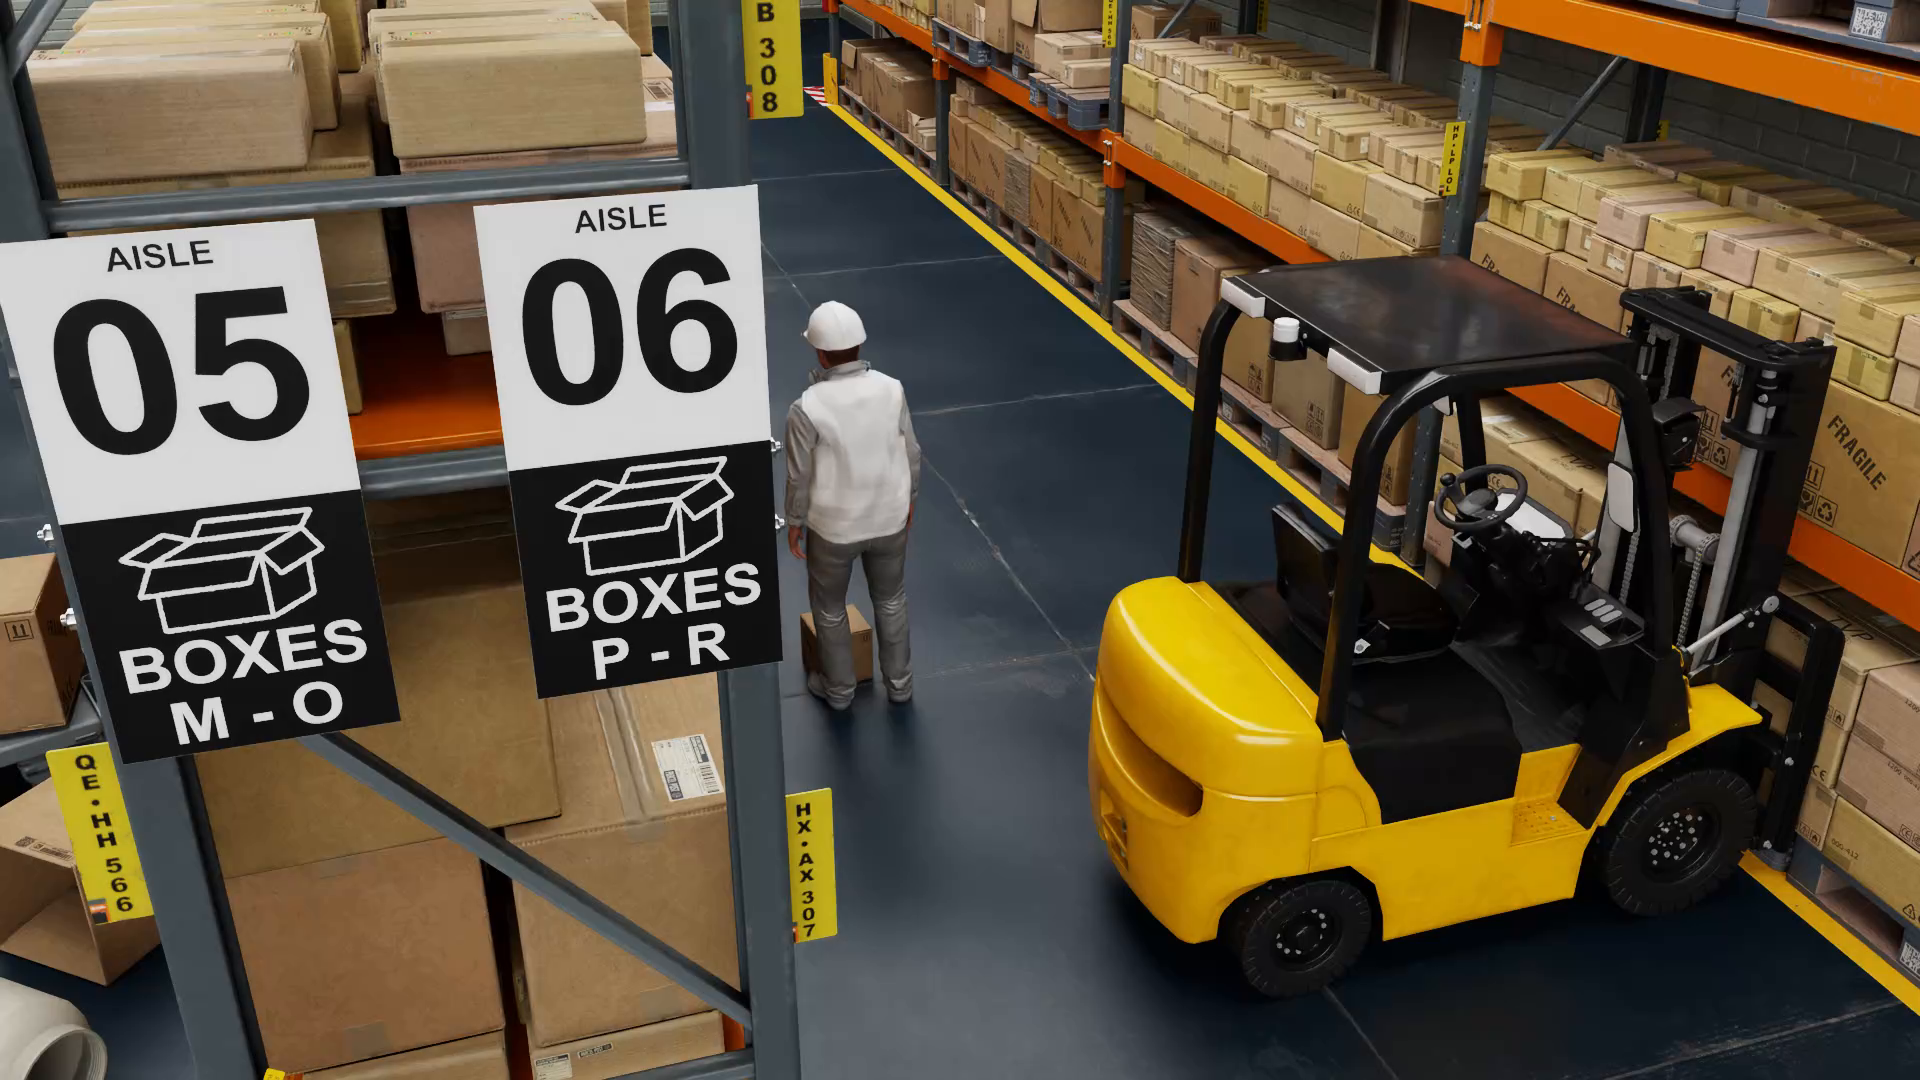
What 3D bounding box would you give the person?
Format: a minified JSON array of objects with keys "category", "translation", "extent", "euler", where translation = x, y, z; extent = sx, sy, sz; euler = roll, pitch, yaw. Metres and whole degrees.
[{"category":"person","translation":[-0.440,-0.108,6.804],"extent":[0.580,1.770,0.470],"euler":[-12,28,-22]}]
